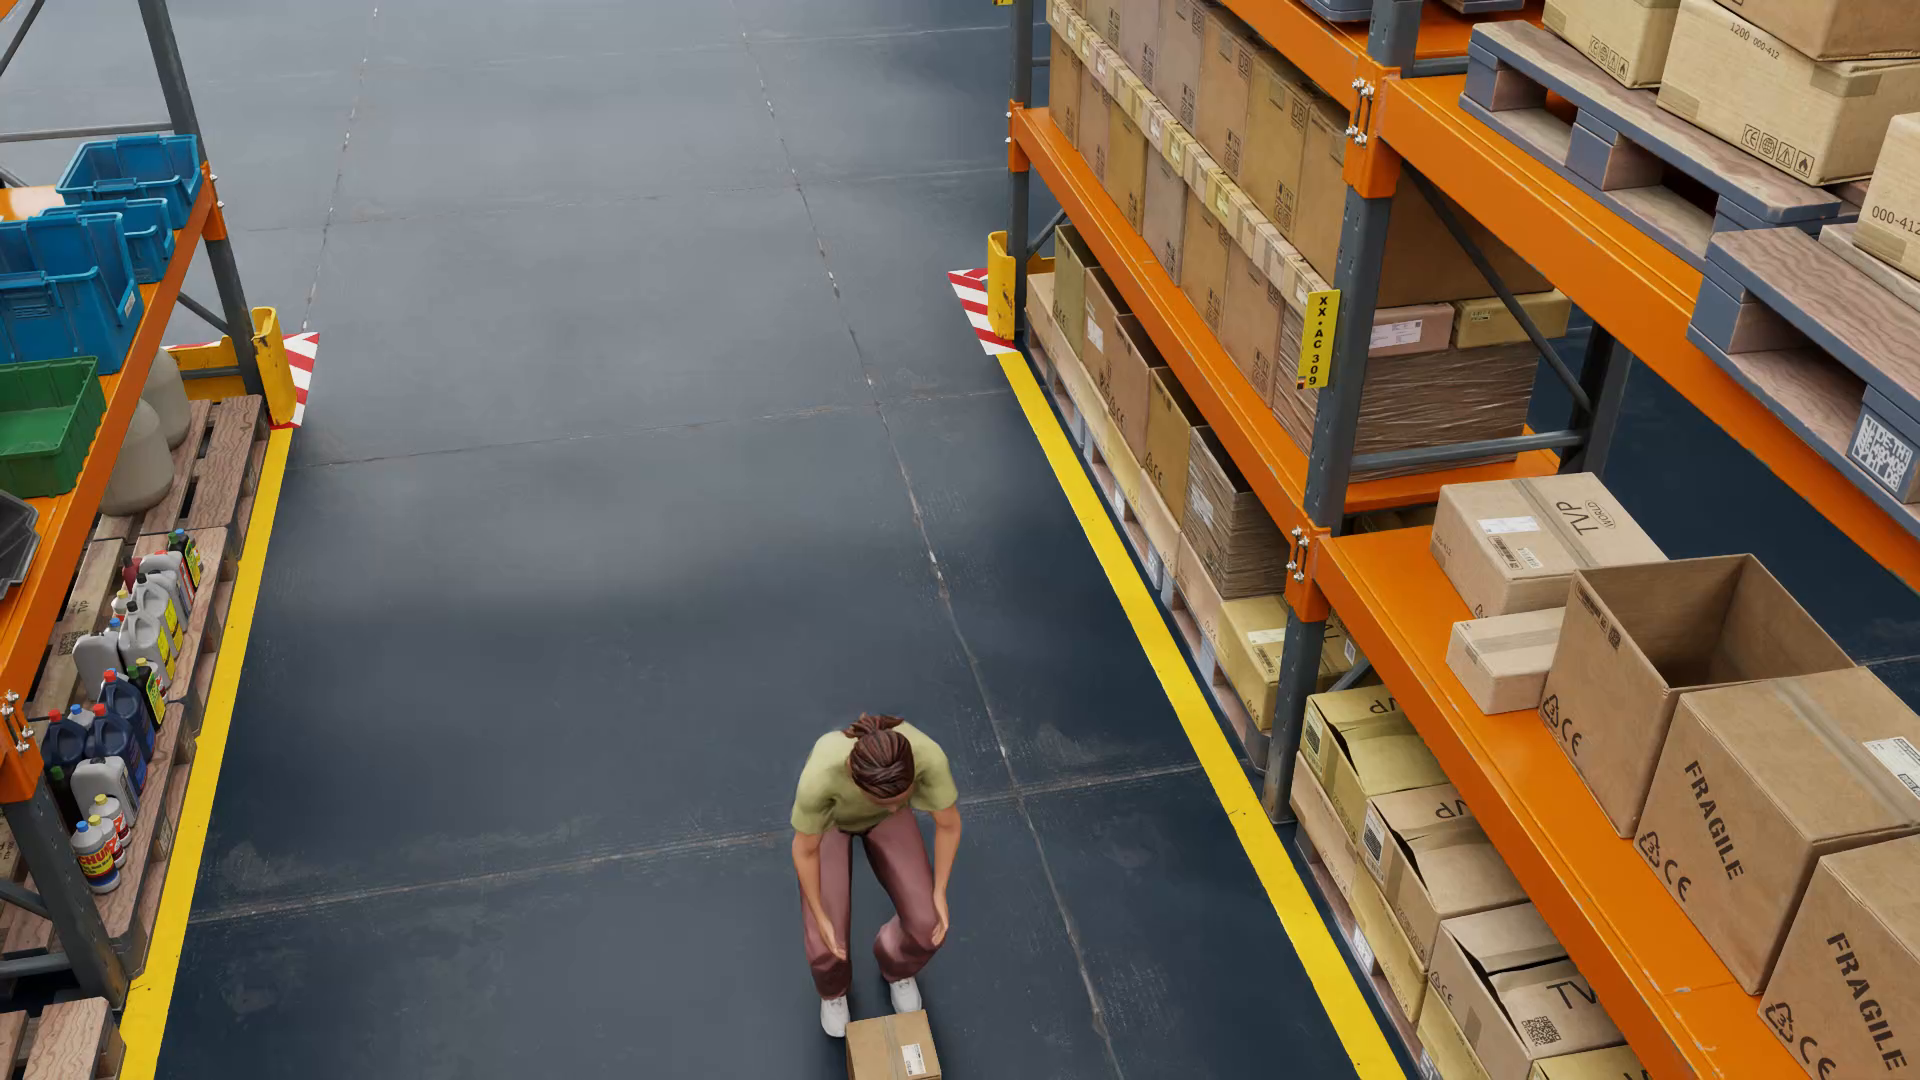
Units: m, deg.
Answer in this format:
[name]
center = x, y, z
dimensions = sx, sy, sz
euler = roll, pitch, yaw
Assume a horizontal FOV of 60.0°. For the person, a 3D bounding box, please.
[person]
center = -0.260, 0.959, 5.055
dimensions = 0.511, 1.333, 0.667
euler = -7, 35, -10
